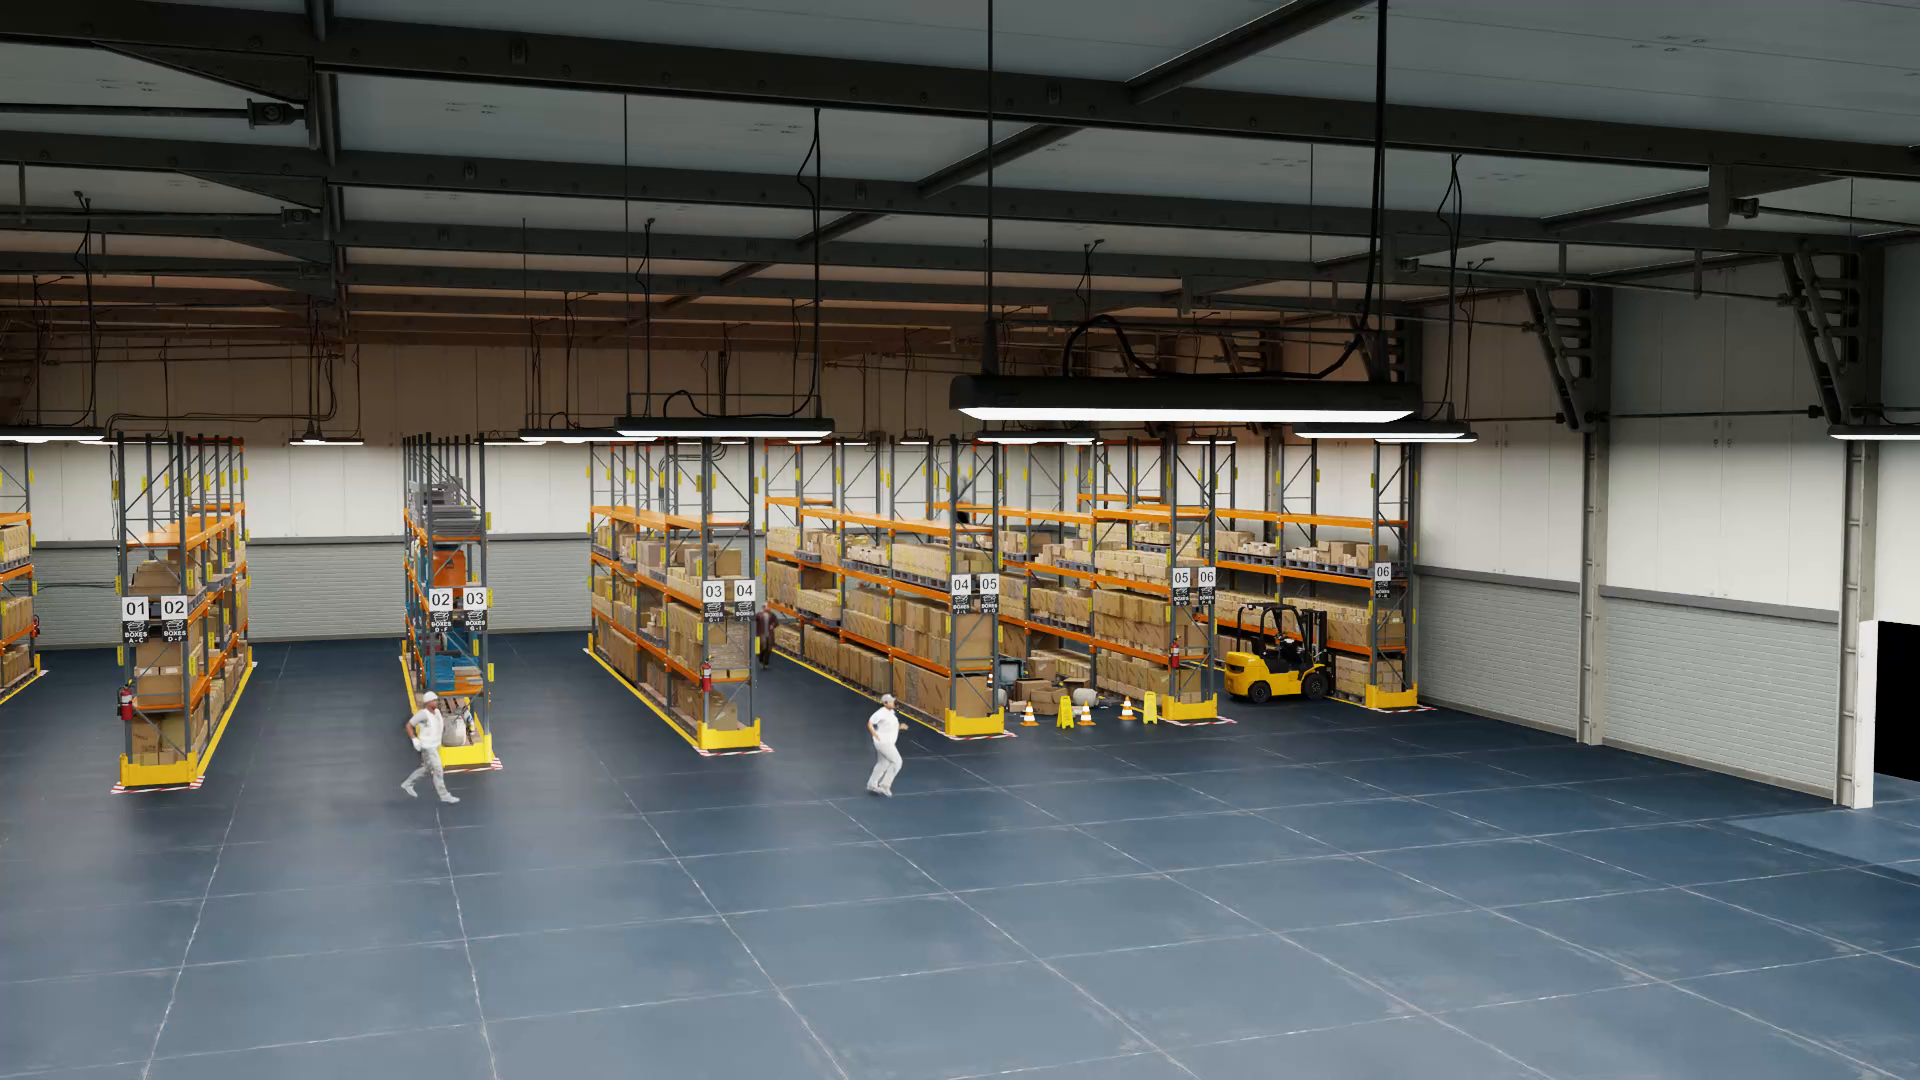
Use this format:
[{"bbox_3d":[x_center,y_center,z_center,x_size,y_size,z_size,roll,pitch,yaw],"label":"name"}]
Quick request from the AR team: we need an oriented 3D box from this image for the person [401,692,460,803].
[{"bbox_3d":[-8.524,3.315,26.698,1.004,1.768,0.683,0,3,6],"label":"person"}]

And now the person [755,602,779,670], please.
[{"bbox_3d":[-4.991,2.472,42.719,0.695,1.746,0.701,-1,3,-20],"label":"person"}]

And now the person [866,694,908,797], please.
[{"bbox_3d":[-1.207,3.390,27.461,0.697,1.704,0.574,1,3,11],"label":"person"}]

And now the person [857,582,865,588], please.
[{"bbox_3d":[-2.963,2.065,50.638,0.750,1.587,0.558,-1,3,-20],"label":"person"}]
